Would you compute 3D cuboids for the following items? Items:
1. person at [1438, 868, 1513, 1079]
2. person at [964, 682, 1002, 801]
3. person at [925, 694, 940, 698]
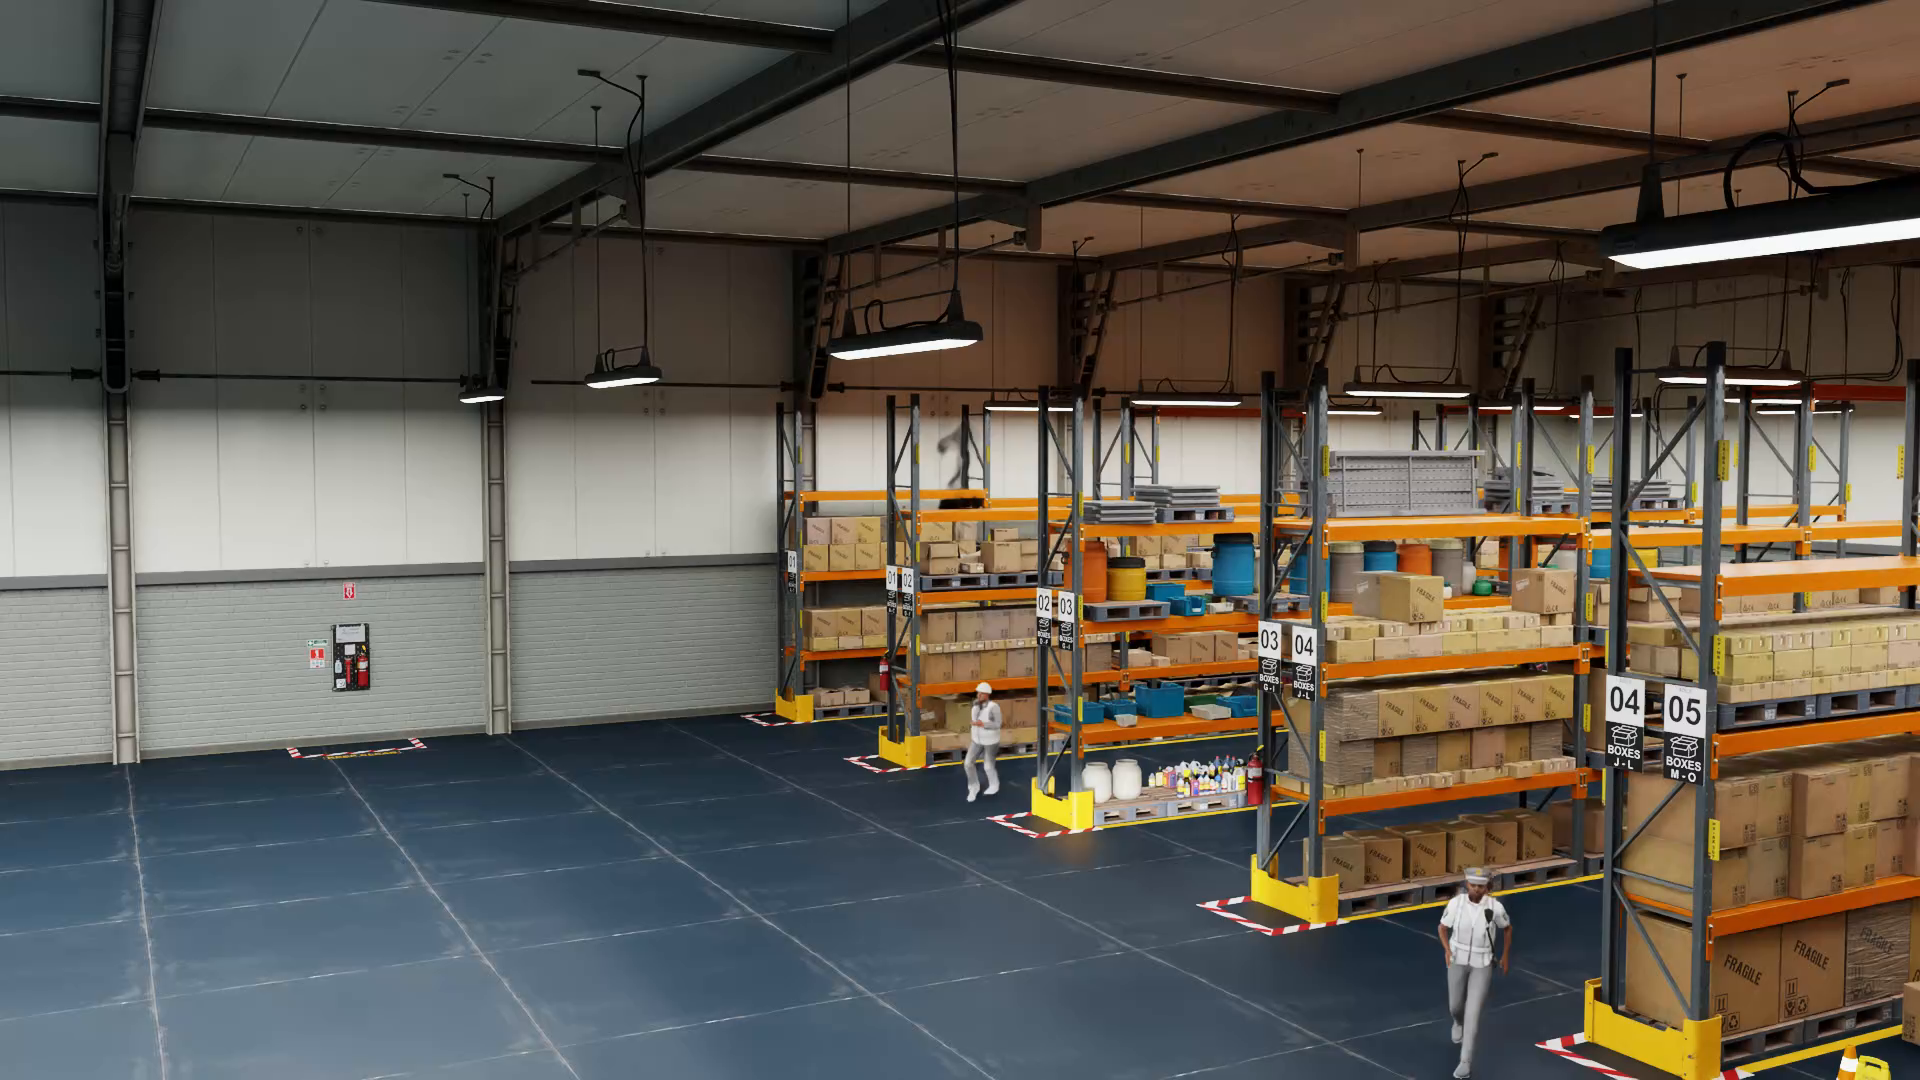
[{"bbox_3d":[4.265,3.530,13.837,0.569,1.683,0.901,1,4,23],"label":"person"},{"bbox_3d":[0.386,2.951,24.187,0.636,1.811,0.810,2,4,33],"label":"person"},{"bbox_3d":[-0.582,2.663,29.790,0.630,1.658,0.580,-3,4,-42],"label":"person"}]
